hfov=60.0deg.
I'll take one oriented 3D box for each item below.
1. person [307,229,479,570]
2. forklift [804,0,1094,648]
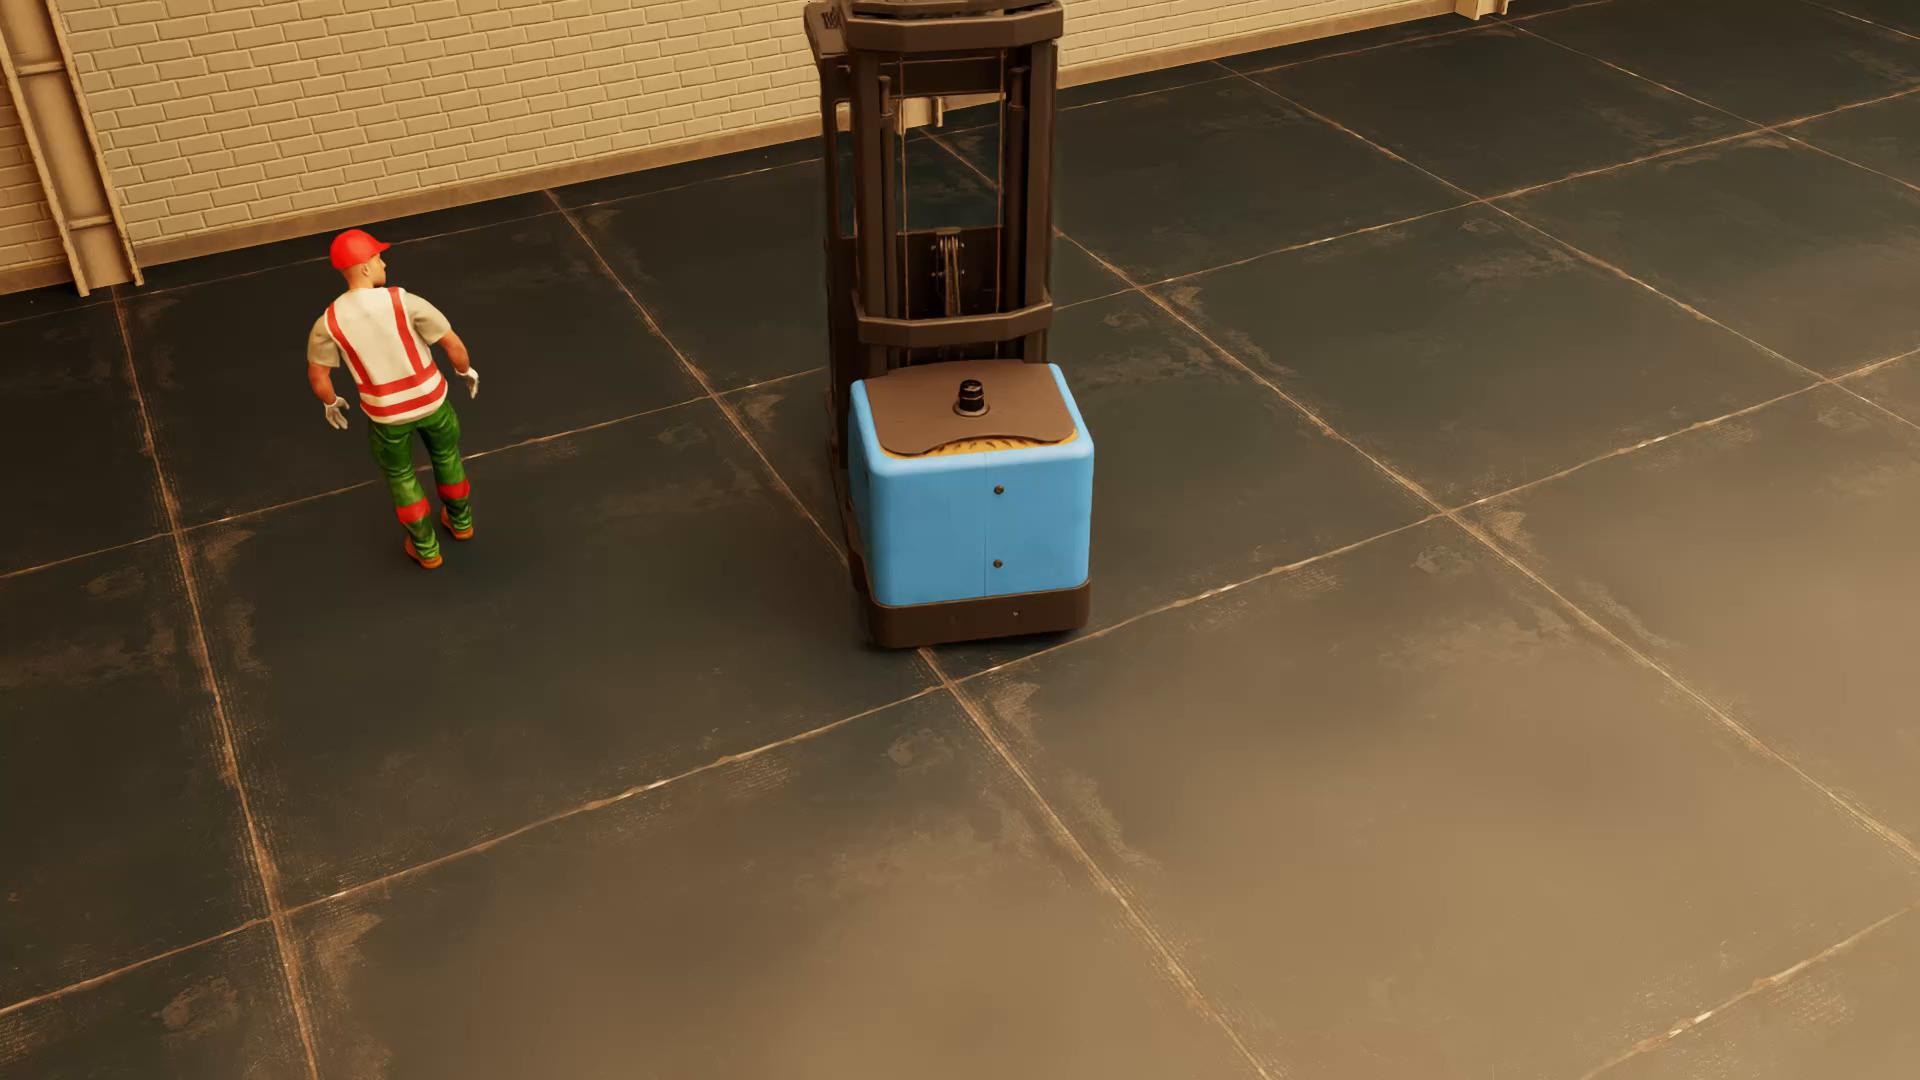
[{"bbox_3d":[-2.741,-0.702,8.128,0.763,1.765,0.510,-14,38,-19],"label":"person"},{"bbox_3d":[-0.142,-1.532,8.290,1.130,2.935,3.031,-6,36,-8],"label":"forklift"}]
